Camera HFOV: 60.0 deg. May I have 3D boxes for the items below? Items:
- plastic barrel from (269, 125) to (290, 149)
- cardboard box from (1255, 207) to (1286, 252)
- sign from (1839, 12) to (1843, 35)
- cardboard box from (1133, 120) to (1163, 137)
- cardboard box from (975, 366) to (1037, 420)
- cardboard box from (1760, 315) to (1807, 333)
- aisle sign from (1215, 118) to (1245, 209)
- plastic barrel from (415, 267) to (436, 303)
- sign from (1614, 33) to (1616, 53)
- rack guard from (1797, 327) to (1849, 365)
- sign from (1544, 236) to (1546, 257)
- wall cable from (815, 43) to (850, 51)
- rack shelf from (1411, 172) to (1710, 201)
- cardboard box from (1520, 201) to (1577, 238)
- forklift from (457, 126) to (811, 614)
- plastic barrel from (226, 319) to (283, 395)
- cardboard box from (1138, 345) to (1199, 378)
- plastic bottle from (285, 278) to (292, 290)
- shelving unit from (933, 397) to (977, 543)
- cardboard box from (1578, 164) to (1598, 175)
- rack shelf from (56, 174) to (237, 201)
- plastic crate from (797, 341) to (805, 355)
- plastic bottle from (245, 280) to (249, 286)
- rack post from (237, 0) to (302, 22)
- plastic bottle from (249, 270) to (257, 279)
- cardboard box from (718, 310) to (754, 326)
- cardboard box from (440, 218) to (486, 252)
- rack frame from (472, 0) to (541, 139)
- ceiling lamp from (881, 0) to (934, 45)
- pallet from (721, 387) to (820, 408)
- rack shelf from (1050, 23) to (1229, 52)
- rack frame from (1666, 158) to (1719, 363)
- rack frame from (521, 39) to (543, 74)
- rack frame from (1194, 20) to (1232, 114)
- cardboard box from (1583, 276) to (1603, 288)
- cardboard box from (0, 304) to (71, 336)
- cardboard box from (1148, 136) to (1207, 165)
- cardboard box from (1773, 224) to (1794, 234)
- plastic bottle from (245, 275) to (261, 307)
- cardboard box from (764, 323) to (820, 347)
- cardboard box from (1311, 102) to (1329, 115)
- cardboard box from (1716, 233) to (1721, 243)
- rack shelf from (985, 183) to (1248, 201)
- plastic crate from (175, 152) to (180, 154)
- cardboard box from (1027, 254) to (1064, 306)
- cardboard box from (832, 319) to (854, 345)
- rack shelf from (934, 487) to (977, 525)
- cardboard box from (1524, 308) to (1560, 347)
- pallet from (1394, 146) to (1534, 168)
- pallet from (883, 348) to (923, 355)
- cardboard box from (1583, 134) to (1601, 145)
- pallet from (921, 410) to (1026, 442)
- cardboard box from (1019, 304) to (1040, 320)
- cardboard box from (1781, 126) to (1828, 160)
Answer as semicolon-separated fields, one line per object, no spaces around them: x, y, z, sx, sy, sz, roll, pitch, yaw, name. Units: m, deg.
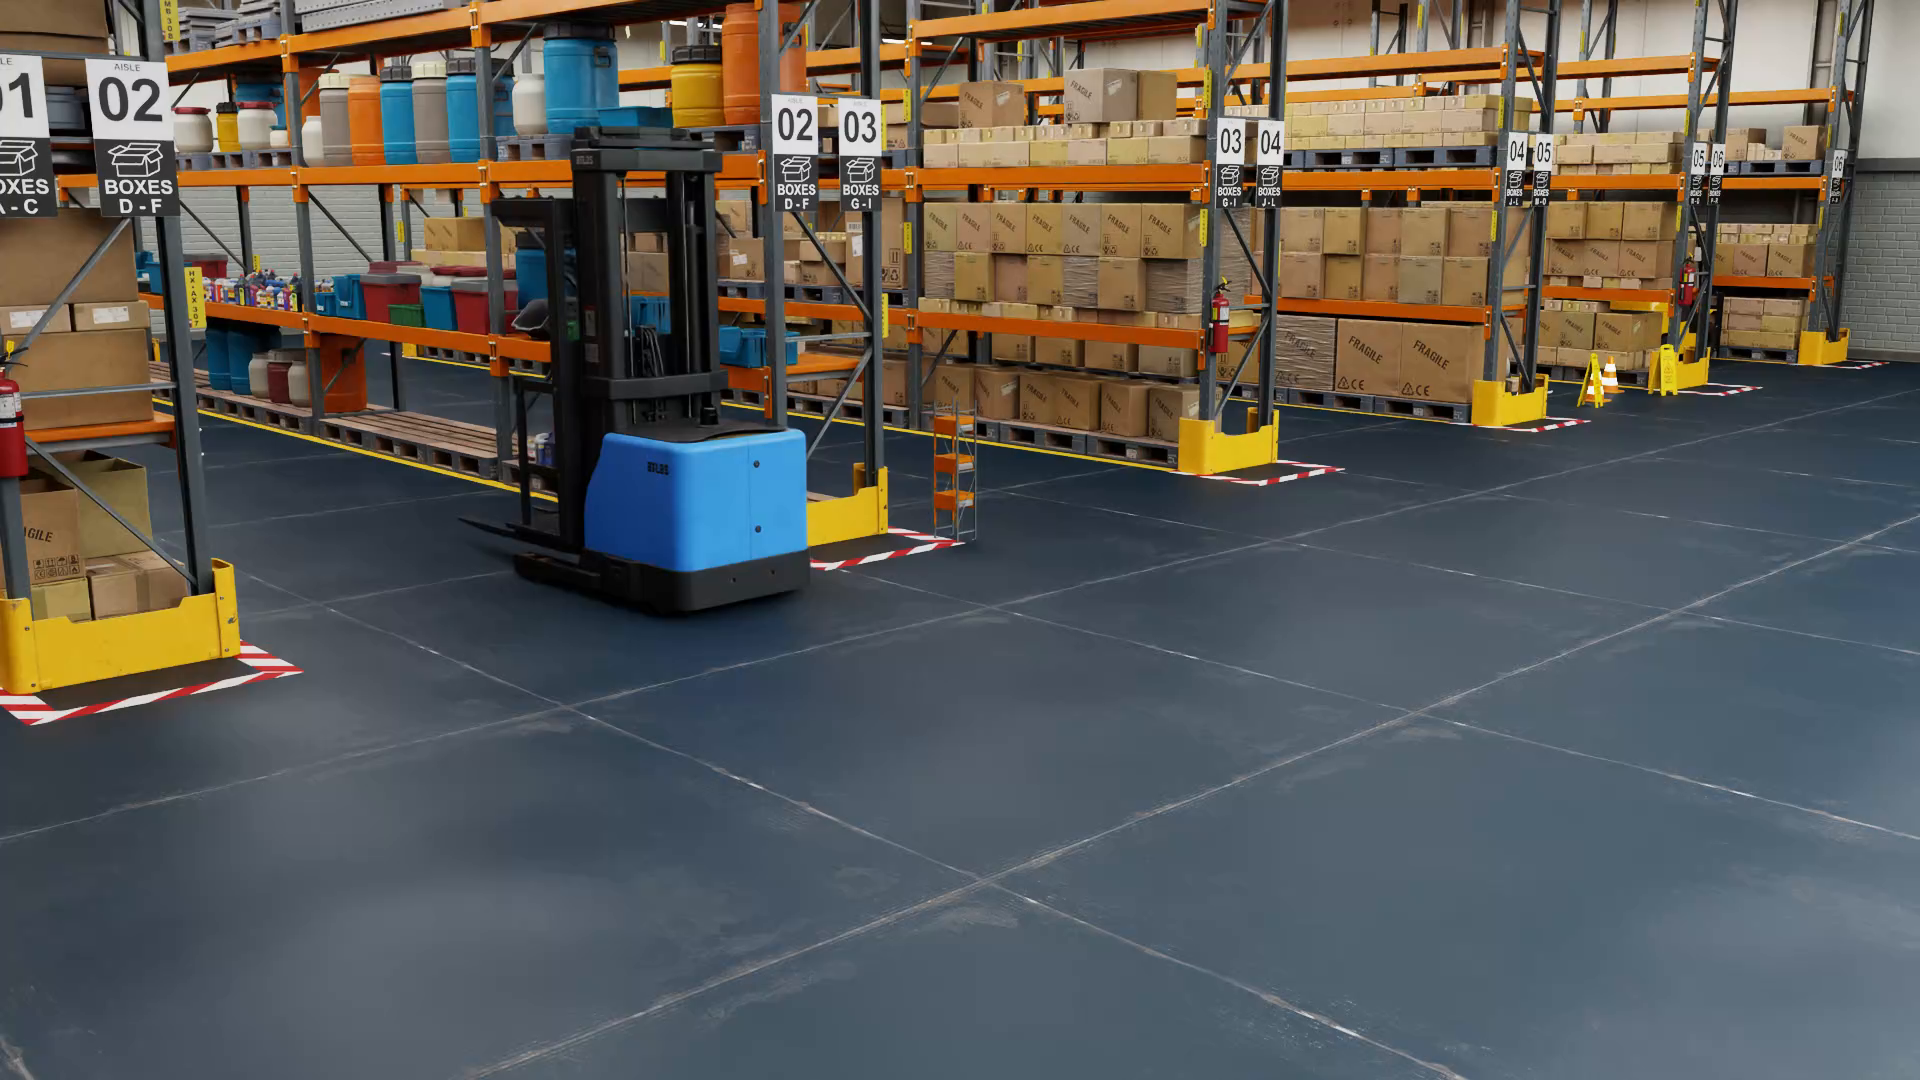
-7.350;-4.379;18.099;0.301;0.262;0.301;0;12;0;plastic barrel
4.192;-3.898;20.850;0.875;0.550;0.550;-11;16;-43;cardboard box
12.956;-7.592;24.451;0.100;0.325;0.005;-11;16;-43;sign
1.823;-3.825;15.494;0.250;0.149;0.380;11;16;43;cardboard box
0.489;-1.577;17.785;0.500;0.500;0.500;-5;13;-25;cardboard box
12.796;-3.363;25.833;0.500;0.250;0.500;-11;16;-43;cardboard box
2.429;-3.380;14.943;0.394;0.787;0.004;-11;16;-43;aisle sign
-5.348;-2.508;16.875;0.421;0.512;0.421;0;12;0;plastic barrel
11.014;-8.362;27.991;0.100;0.325;0.005;-11;16;-43;sign
13.375;-3.003;25.751;1.175;0.500;0.348;-11;16;-43;rack guard
6.666;-3.374;19.011;0.100;0.325;0.005;-11;16;-43;sign
-2.824;-10.109;39.083;2.988;3.039;0.133;-11;16;-43;wall cable
8.390;-4.948;23.342;1.077;0.370;4.000;-11;16;-43;rack shelf
8.245;-4.495;23.331;0.700;0.500;0.500;-11;16;-43;cardboard box
-2.360;-1.219;11.064;3.031;2.935;1.130;11;16;43;forklift
-8.414;-2.212;19.874;0.600;0.901;0.708;-11;16;-43;plastic barrel
3.004;-2.600;22.133;1.050;0.750;0.750;-11;16;-43;cardboard box
-7.906;-2.966;19.679;0.152;0.276;0.135;-11;16;-43;plastic bottle
-0.037;-0.522;12.344;0.215;1.050;0.252;-11;16;-43;shelving unit
8.634;-5.049;22.676;0.380;0.149;0.250;-11;16;-43;cardboard box
-10.647;-4.628;21.790;1.077;0.370;4.000;-11;16;-43;rack shelf
-1.364;-1.514;12.981;0.298;0.136;0.250;-11;16;-43;plastic crate
-8.057;-2.800;18.855;0.061;0.283;0.133;-11;16;-43;plastic bottle
-7.034;-5.637;17.657;0.954;0.300;0.937;-11;16;-43;rack post
-8.499;-3.086;20.081;0.144;0.351;0.185;-11;16;-43;plastic bottle
-3.383;-2.594;21.794;0.875;0.875;1.225;11;16;43;cardboard box
-7.602;-4.677;25.456;0.500;0.500;0.500;11;16;44;cardboard box
-3.741;-4.990;14.331;1.000;3.000;0.127;-11;16;-43;rack frame
-1.226;-12.430;35.979;2.000;3.185;0.800;-11;16;-43;ceiling lamp
-2.383;-1.846;20.846;1.003;0.211;1.213;-11;16;-43;pallet
3.690;-10.488;34.564;1.077;0.370;4.000;-11;16;-43;rack shelf
9.771;-3.539;22.155;1.000;3.000;0.127;-11;16;-43;rack frame
-5.684;-6.848;23.348;1.000;3.000;0.127;-11;16;-43;rack frame
5.071;-8.921;33.410;1.000;3.000;0.127;-11;16;-43;rack frame
8.741;-3.536;22.763;0.380;0.149;0.250;-11;16;-42;cardboard box
-4.966;-1.174;8.821;0.380;0.149;0.250;-11;16;-43;cardboard box
2.087;-3.589;15.335;0.500;0.250;0.500;-10;16;-41;cardboard box
12.766;-4.798;25.675;0.380;0.149;0.250;-11;16;-42;cardboard box
-7.961;-2.807;18.723;0.144;0.351;0.185;-11;16;-43;plastic bottle
-2.063;-2.514;20.428;0.500;0.250;0.500;-9;14;-36;cardboard box
4.383;-5.123;19.770;0.380;0.149;0.250;-11;16;-43;cardboard box
12.012;-4.793;26.388;0.380;0.149;0.250;-11;16;-42;cardboard box
2.117;-4.827;22.756;1.077;0.370;4.000;-11;16;-43;rack shelf
-9.926;-4.844;21.379;0.497;0.269;0.590;-11;16;-43;plastic crate
1.160;-2.647;16.839;0.875;0.500;0.500;-11;16;-43;cardboard box
-1.708;-3.422;26.743;0.500;0.500;0.500;-10;15;-40;cardboard box
-0.037;-0.240;12.402;0.215;0.259;0.240;-11;16;-43;rack shelf
8.323;-2.996;23.436;0.500;0.500;0.500;11;16;44;cardboard box
5.740;-4.367;18.960;1.003;0.211;1.213;-11;16;-43;pallet
-0.641;-2.928;26.103;1.003;0.211;1.213;-11;16;-43;pallet
8.682;-5.442;22.607;0.380;0.149;0.250;-11;16;-43;cardboard box
0.330;-1.283;18.115;1.003;0.211;1.213;-11;16;-43;pallet
0.817;-2.328;16.902;0.380;0.149;0.250;-11;16;-43;cardboard box
12.876;-6.035;25.299;0.500;0.500;0.500;-10;15;-41;cardboard box
